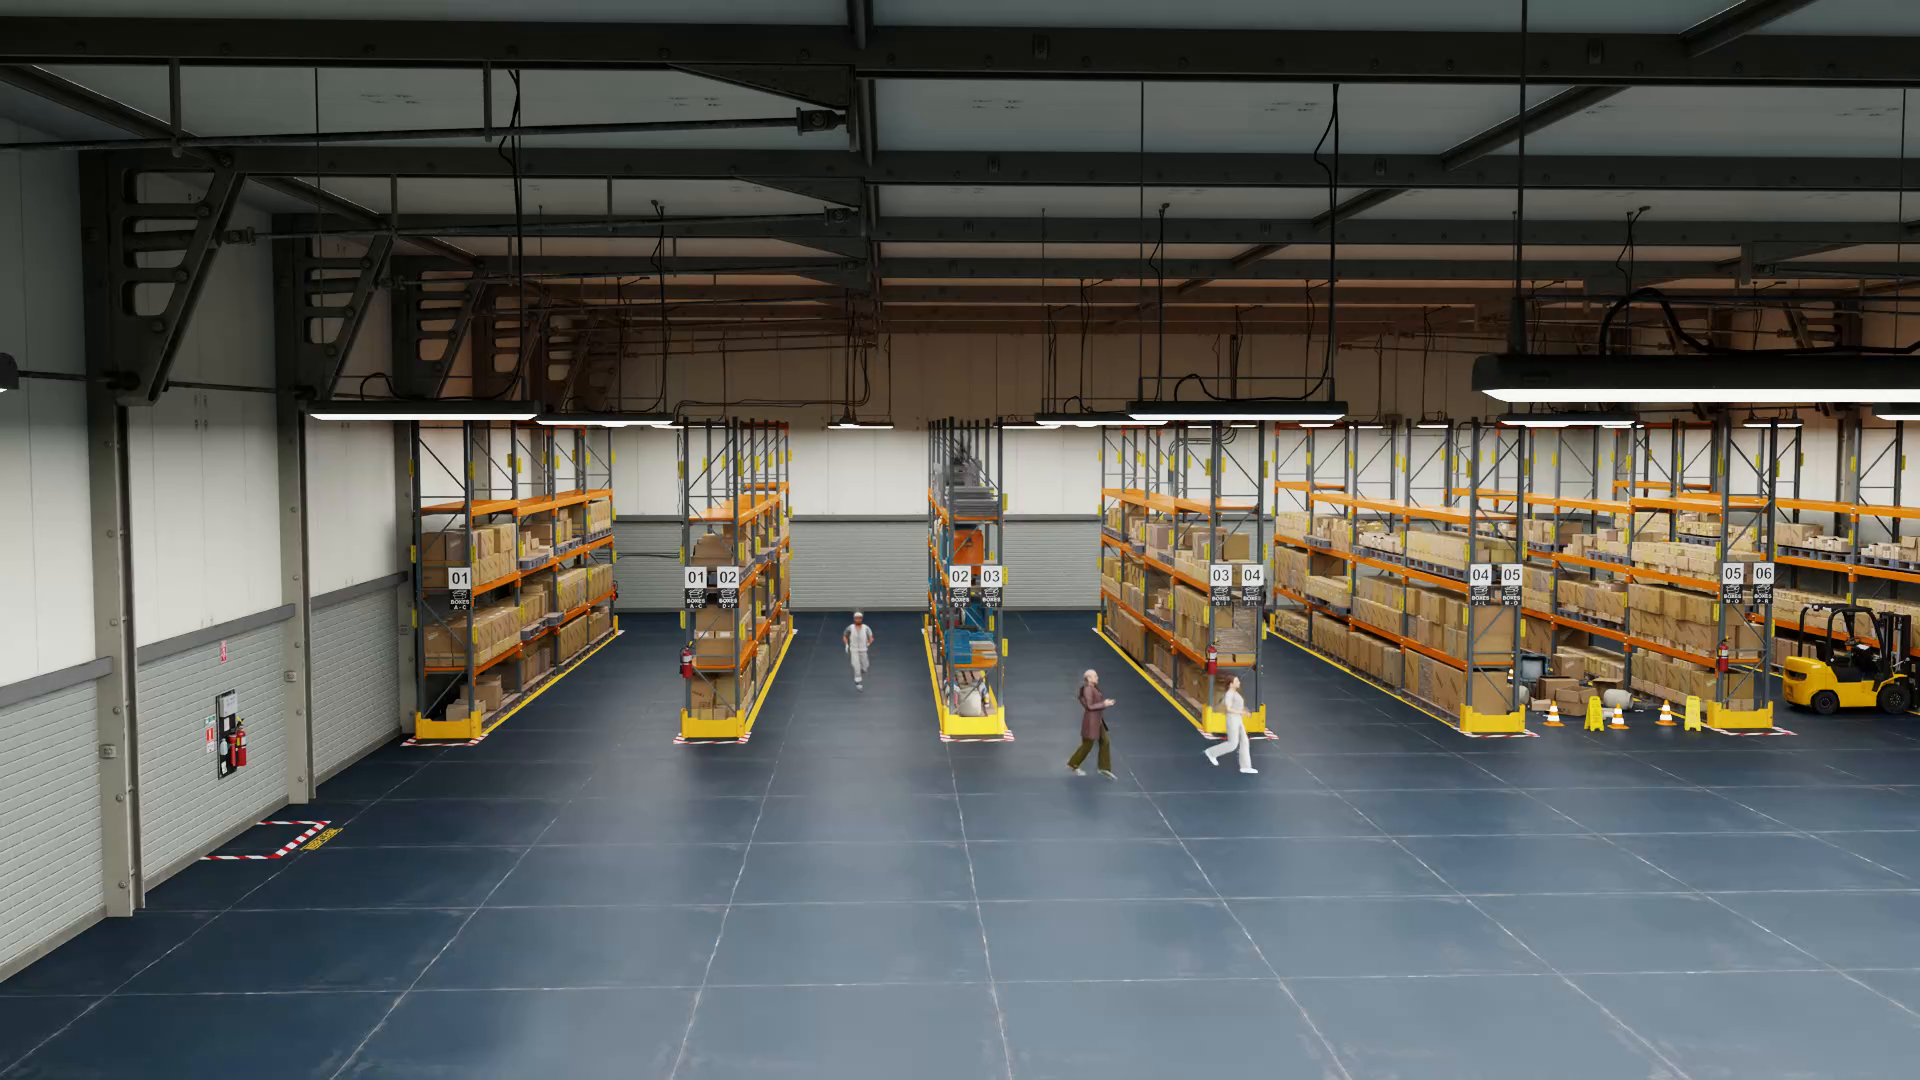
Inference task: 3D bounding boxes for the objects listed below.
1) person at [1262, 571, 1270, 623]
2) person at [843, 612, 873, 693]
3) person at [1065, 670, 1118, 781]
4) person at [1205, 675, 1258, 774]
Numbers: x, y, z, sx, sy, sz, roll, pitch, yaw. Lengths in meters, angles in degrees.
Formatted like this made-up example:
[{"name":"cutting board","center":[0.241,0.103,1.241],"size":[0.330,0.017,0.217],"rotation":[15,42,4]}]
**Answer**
[{"name":"person","center":[8.834,1.707,48.739],"size":[0.768,1.742,0.688],"rotation":[-2,4,-25]},{"name":"person","center":[-2.238,2.457,36.596],"size":[0.657,1.755,0.760],"rotation":[-1,4,-11]},{"name":"person","center":[2.156,3.039,27.298],"size":[0.861,1.831,0.693],"rotation":[1,4,18]},{"name":"person","center":[4.562,3.071,27.837],"size":[0.903,1.653,0.567],"rotation":[2,4,23]}]
